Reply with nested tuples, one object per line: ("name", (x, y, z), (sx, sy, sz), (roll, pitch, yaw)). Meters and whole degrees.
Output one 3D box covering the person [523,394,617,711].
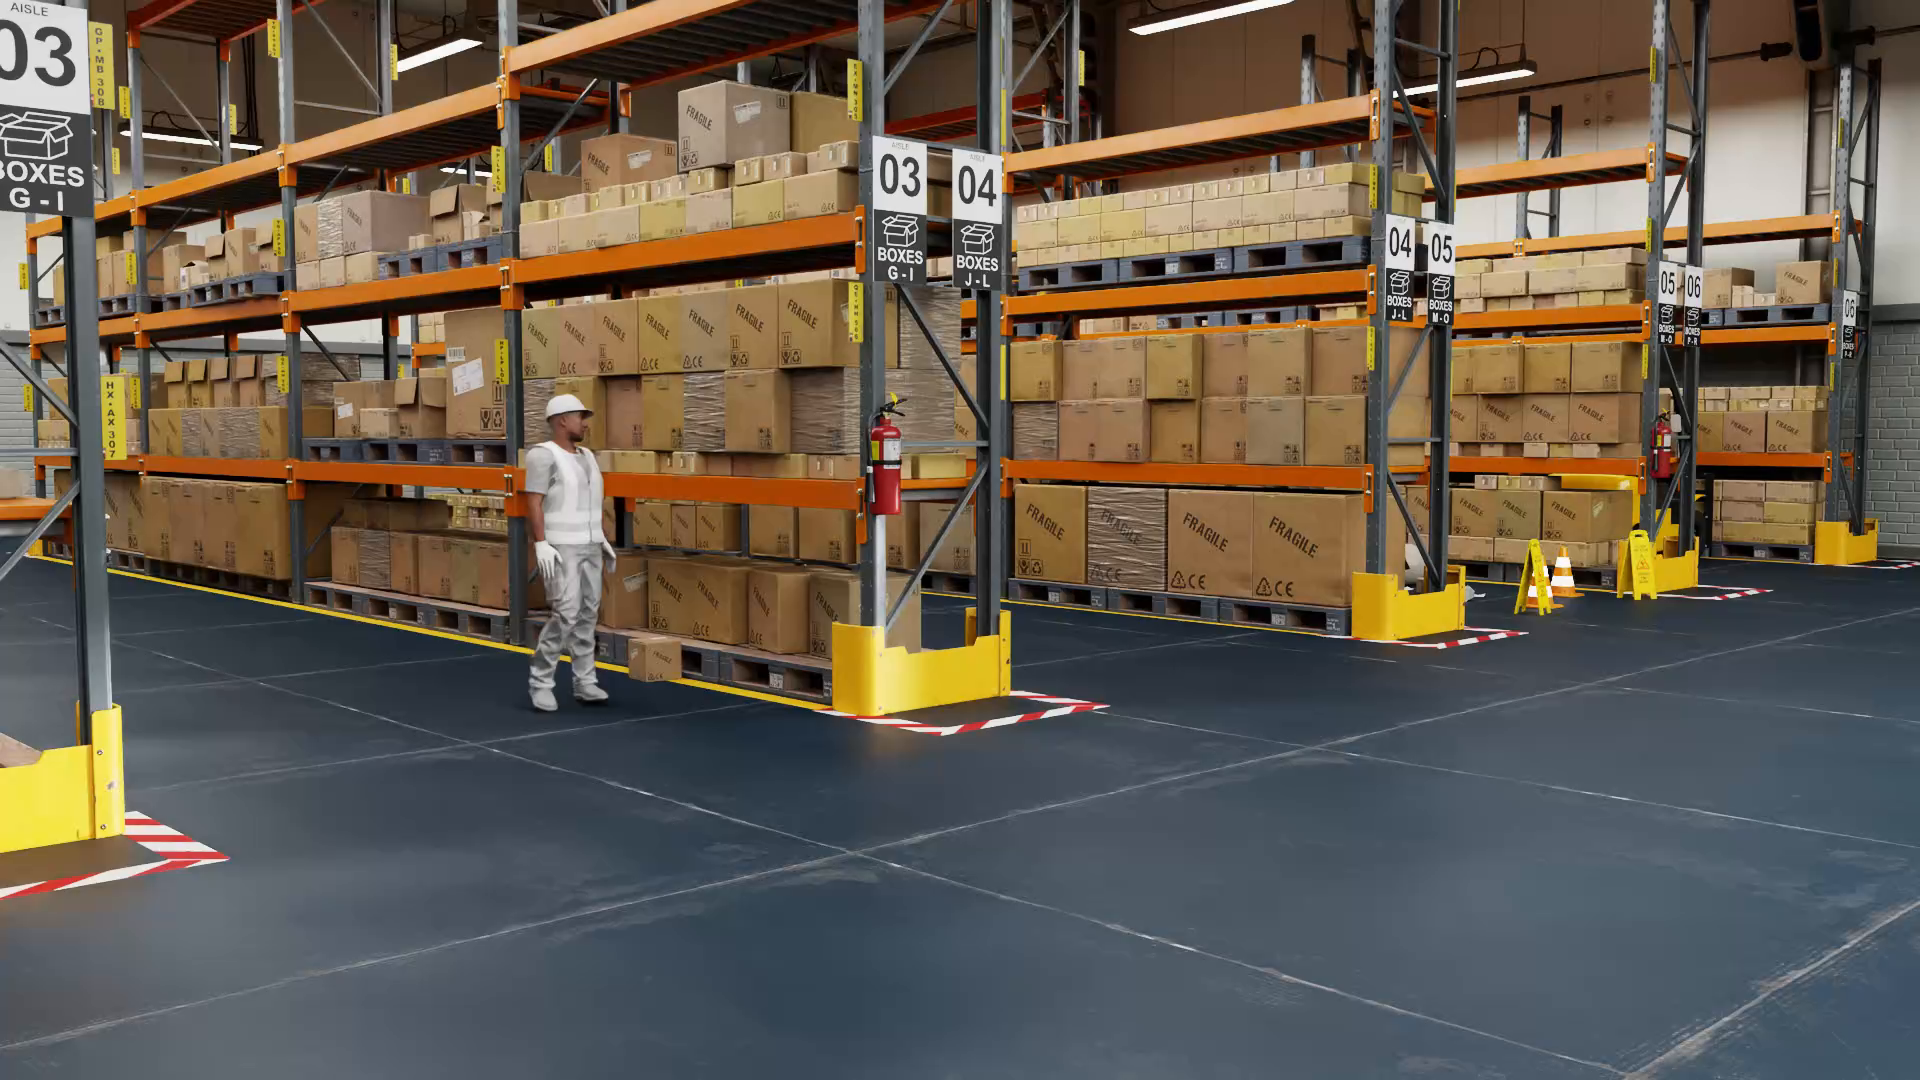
("person", (-2.239, 0.054, 9.585), (0.391, 1.784, 0.629), (2, 4, 26))
